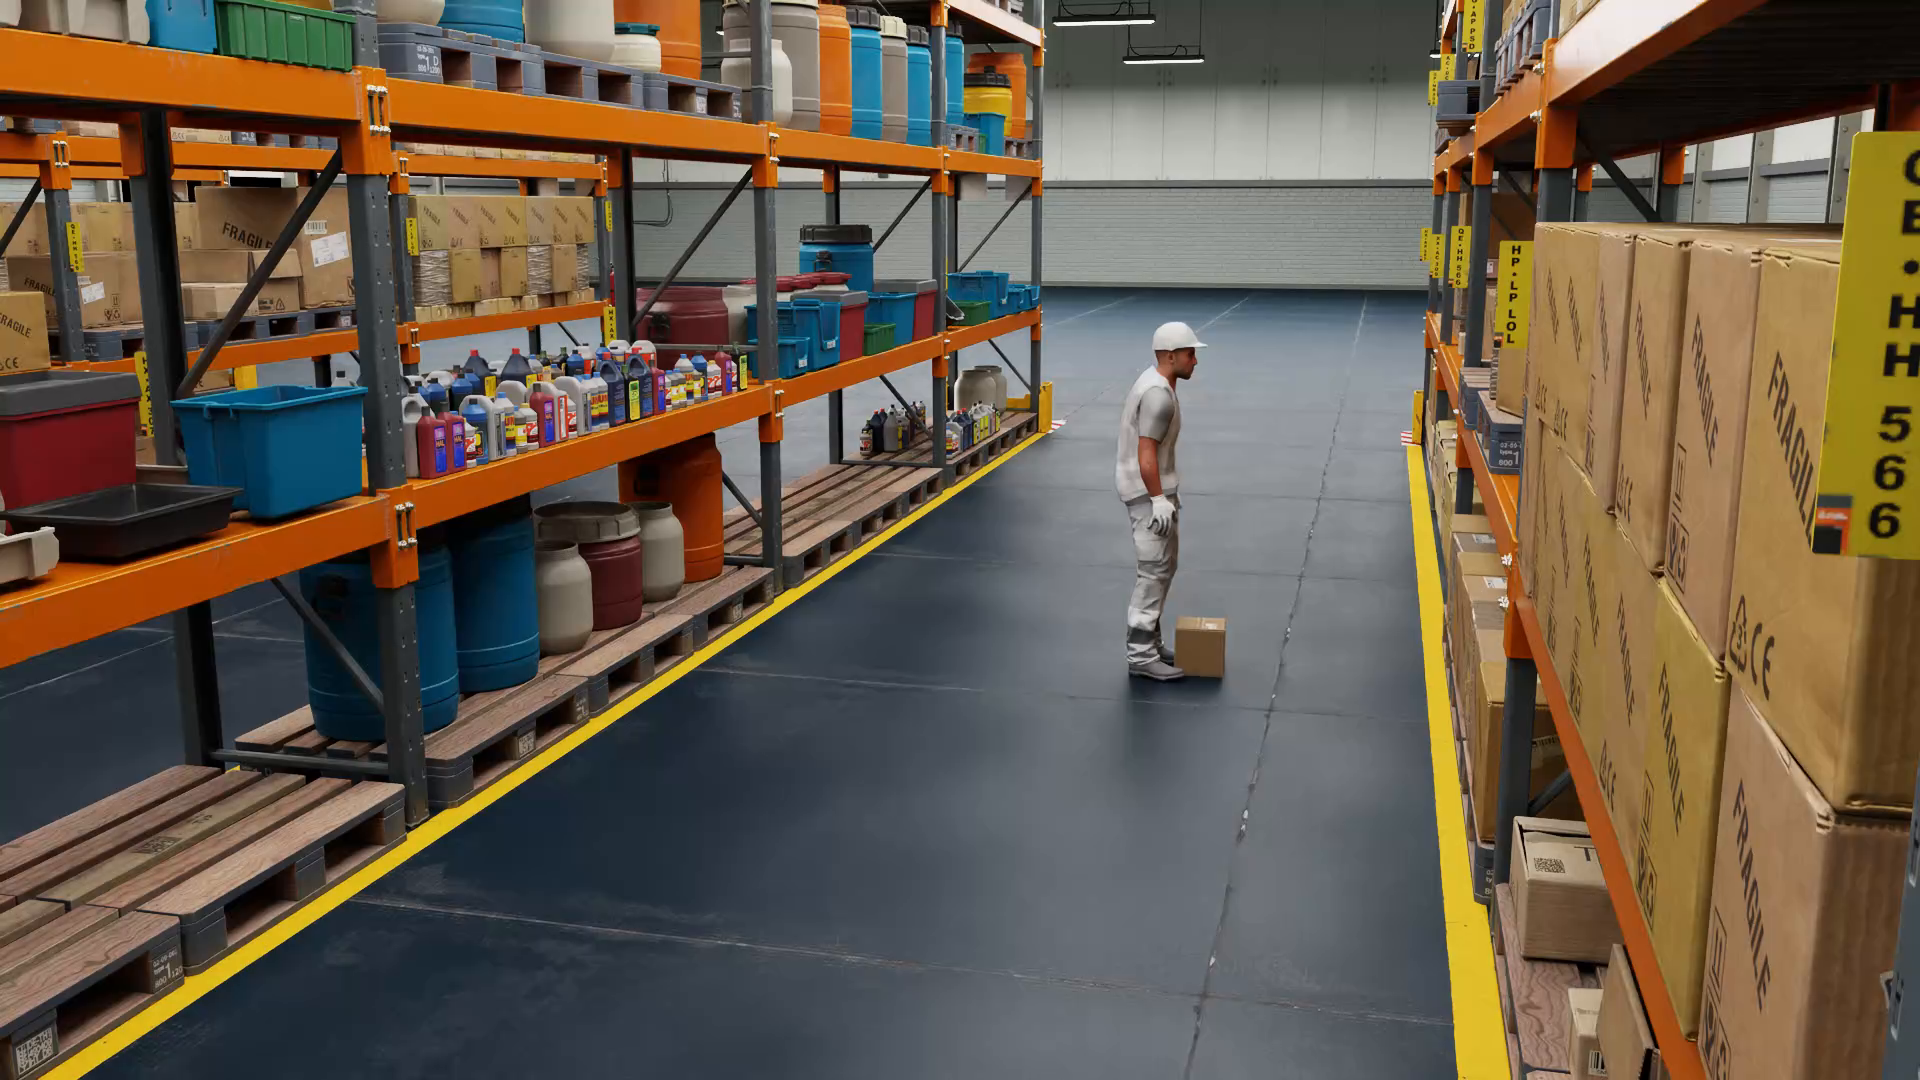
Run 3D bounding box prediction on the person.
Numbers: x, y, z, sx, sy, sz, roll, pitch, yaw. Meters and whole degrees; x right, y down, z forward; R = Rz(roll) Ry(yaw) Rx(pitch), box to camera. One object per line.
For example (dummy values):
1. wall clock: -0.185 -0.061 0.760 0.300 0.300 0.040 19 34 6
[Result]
1. person: 1.016 -0.214 8.467 0.445 1.781 0.622 2 12 11
